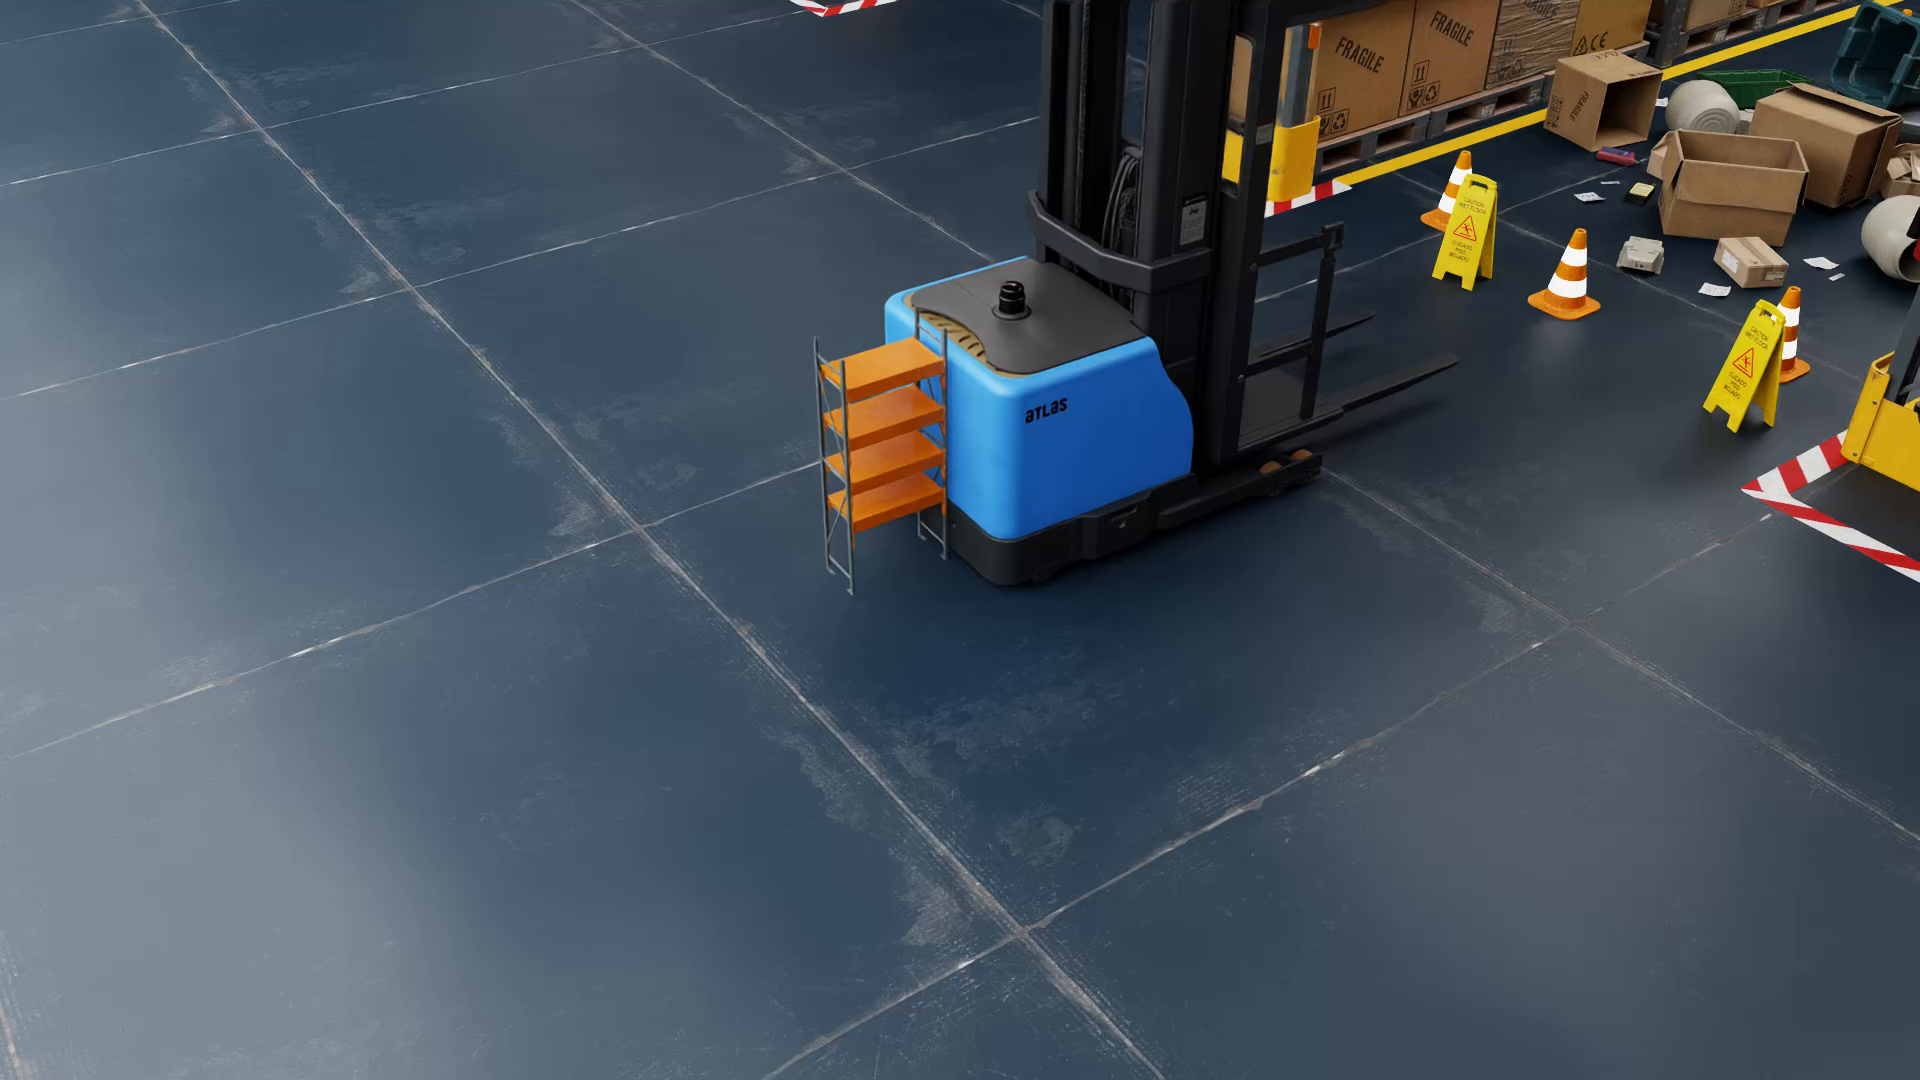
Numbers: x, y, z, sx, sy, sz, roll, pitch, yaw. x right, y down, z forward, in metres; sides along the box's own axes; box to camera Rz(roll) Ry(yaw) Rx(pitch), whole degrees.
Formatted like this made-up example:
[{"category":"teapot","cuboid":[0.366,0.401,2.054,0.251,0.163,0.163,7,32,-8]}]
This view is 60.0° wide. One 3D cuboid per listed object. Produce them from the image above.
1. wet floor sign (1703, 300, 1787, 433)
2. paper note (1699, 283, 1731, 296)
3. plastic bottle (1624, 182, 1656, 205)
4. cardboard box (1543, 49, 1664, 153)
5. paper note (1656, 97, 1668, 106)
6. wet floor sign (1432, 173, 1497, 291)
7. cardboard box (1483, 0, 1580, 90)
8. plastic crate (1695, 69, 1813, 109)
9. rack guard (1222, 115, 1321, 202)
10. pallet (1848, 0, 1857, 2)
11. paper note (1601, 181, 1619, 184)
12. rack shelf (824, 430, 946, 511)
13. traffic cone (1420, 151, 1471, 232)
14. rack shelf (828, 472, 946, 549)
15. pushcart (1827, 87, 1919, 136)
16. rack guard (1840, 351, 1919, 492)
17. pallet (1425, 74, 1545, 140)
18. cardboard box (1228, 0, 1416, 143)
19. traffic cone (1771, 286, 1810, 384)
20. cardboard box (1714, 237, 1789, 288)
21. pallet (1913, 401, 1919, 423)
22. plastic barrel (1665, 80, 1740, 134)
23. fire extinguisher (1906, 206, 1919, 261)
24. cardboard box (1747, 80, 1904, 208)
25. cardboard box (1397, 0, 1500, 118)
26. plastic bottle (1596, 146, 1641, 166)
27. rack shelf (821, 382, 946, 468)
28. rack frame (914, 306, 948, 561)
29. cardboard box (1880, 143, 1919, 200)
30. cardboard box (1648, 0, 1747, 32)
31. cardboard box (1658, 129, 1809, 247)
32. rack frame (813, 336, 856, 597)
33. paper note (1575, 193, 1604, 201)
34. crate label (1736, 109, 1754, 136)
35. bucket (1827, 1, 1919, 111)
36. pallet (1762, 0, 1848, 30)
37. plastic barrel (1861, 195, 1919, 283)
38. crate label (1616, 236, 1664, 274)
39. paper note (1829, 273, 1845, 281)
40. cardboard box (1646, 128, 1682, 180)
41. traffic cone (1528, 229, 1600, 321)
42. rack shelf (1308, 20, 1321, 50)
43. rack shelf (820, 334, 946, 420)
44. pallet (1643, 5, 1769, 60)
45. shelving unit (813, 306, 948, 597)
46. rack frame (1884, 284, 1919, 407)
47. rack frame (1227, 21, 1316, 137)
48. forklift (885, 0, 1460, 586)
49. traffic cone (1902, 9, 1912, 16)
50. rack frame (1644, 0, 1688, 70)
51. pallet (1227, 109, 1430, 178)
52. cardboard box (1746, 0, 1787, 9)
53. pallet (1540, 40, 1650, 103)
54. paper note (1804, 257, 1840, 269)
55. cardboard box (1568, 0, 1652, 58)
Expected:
[{"category":"wet floor sign","cuboid":[4.042,-0.902,8.451,0.232,0.644,0.267,-9,37,-12]},{"category":"paper note","cuboid":[4.439,-1.473,9.772,0.148,0.019,0.142,22,41,28]},{"category":"plastic bottle","cuboid":[4.451,-2.275,10.860,0.133,0.061,0.283,22,41,28]},{"category":"cardboard box","cuboid":[4.471,-3.059,11.573,0.500,0.500,0.500,-15,38,-20]},{"category":"paper note","cuboid":[5.121,-3.221,12.202,0.147,0.020,0.142,9,37,12]},{"category":"wet floor sign","cuboid":[2.996,-1.829,9.740,0.267,0.644,0.232,30,45,35]},{"category":"cardboard box","cuboid":[3.860,-3.909,12.077,0.875,0.875,0.875,-22,41,-28]},{"category":"plastic crate","cuboid":[5.761,-3.283,12.104,0.662,0.188,0.450,-3,26,-4]},{"category":"rack guard","cuboid":[1.860,-2.716,11.099,0.348,0.500,1.175,-22,41,-28]},{"category":"pallet","cuboid":[7.730,-5.069,14.617,1.213,0.211,1.003,-22,41,-28]},{"category":"paper note","cuboid":[4.317,-2.372,11.039,0.123,0.001,0.032,-3,36,-4]},{"category":"rack shelf","cuboid":[-0.330,-0.319,7.281,0.480,0.148,0.258,-21,41,-26]},{"category":"traffic cone","cuboid":[3.131,-2.210,10.427,0.334,0.463,0.336,-22,41,-28]},{"category":"rack shelf","cuboid":[-0.330,-0.157,7.397,0.480,0.148,0.258,-21,41,-26]},{"category":"pushcart","cuboid":[6.729,-2.763,11.268,1.648,0.377,0.936,22,41,28]},{"category":"rack guard","cuboid":[4.875,-0.421,7.908,0.348,0.500,1.175,-22,41,-28]},{"category":"pallet","cuboid":[3.484,-3.321,12.187,1.213,0.211,1.003,-22,41,-28]},{"category":"cardboard box","cuboid":[2.395,-3.307,11.239,0.875,0.875,0.875,-22,41,-28]},{"category":"traffic cone","cuboid":[4.422,-1.141,8.940,0.334,0.463,0.336,-22,41,-28]},{"category":"cardboard box","cuboid":[4.720,-1.658,9.928,0.250,0.149,0.380,-3,36,-4]},{"category":"pallet","cuboid":[5.560,-0.561,8.349,1.213,0.211,1.003,-22,41,-28]},{"category":"plastic barrel","cuboid":[5.105,-2.925,11.454,0.421,0.421,0.512,3,36,4]},{"category":"fire extinguisher","cuboid":[4.454,-1.561,7.417,0.183,0.674,0.296,-22,41,-28]},{"category":"cardboard box","cuboid":[5.550,-2.570,10.776,0.503,0.637,0.797,-22,41,-28]},{"category":"cardboard box","cuboid":[3.113,-3.604,11.652,0.875,0.875,0.875,-23,42,-29]},{"category":"plastic bottle","cuboid":[4.497,-2.607,11.322,0.283,0.061,0.133,22,41,28]},{"category":"rack shelf","cuboid":[-0.330,-0.500,7.150,0.480,0.148,0.258,-21,41,-26]},{"category":"rack frame","cuboid":[-0.125,-0.450,7.349,0.015,1.200,0.240,-21,41,-26]},{"category":"cardboard box","cuboid":[6.181,-2.397,10.855,0.258,0.266,0.396,9,37,12]},{"category":"cardboard box","cuboid":[5.604,-4.594,13.135,0.750,0.750,1.050,-23,41,-28]},{"category":"cardboard box","cuboid":[4.791,-2.196,10.373,0.797,0.503,0.637,9,37,12]},{"category":"rack frame","cuboid":[-0.535,-0.296,7.134,0.015,1.200,0.240,-21,41,-26]},{"category":"paper note","cuboid":[4.105,-2.236,10.835,0.142,0.017,0.144,-9,37,-12]},{"category":"crate label","cuboid":[5.525,-2.933,11.711,0.298,0.136,0.250,9,37,12]},{"category":"bucket","cuboid":[6.366,-3.227,11.169,0.620,0.611,0.726,-1,34,-18]},{"category":"pallet","cuboid":[6.734,-4.661,14.050,1.213,0.211,1.003,-22,41,-28]},{"category":"plastic barrel","cuboid":[5.630,-1.782,9.865,0.421,0.421,0.512,3,36,4]},{"category":"crate label","cuboid":[4.111,-1.718,10.022,0.250,0.136,0.298,15,38,20]},{"category":"paper note","cuboid":[5.235,-1.571,9.925,0.123,0.001,0.032,-22,41,-28]},{"category":"cardboard box","cuboid":[4.805,-2.518,11.023,0.258,0.266,0.396,-15,38,-20]},{"category":"traffic cone","cuboid":[3.504,-1.557,9.518,0.334,0.463,0.336,-22,41,-28]},{"category":"rack shelf","cuboid":[3.514,-4.120,11.525,4.000,0.370,1.077,-22,41,-28]},{"category":"rack shelf","cuboid":[-0.330,-0.692,7.012,0.480,0.148,0.258,-21,41,-26]},{"category":"pallet","cuboid":[5.736,-4.248,13.476,1.213,0.211,1.003,-22,41,-28]},{"category":"shelving unit","cuboid":[-0.330,-0.373,7.241,0.503,1.200,0.258,-21,41,-26]},{"category":"rack frame","cuboid":[4.813,-1.411,7.142,0.127,3.000,1.000,-22,41,-28]},{"category":"rack frame","cuboid":[1.879,-3.739,10.380,0.127,3.000,1.000,-22,41,-28]},{"category":"forklift","cuboid":[1.164,-1.641,7.522,3.031,2.935,1.130,-21,41,-26]},{"category":"traffic cone","cuboid":[7.115,-3.785,12.617,0.334,0.463,0.336,-22,41,-28]},{"category":"rack frame","cuboid":[5.149,-5.085,12.251,0.127,3.000,1.000,-22,41,-28]},{"category":"pallet","cuboid":[2.488,-2.913,11.620,1.213,0.211,1.003,-22,41,-28]},{"category":"cardboard box","cuboid":[6.395,-4.916,13.584,0.750,0.750,1.050,-22,41,-28]},{"category":"pallet","cuboid":[4.482,-3.734,12.761,1.213,0.211,1.003,-22,41,-28]},{"category":"paper note","cuboid":[5.220,-1.683,10.073,0.142,0.019,0.148,-9,37,-12]},{"category":"cardboard box","cuboid":[4.594,-4.214,12.501,0.875,0.875,0.875,-22,41,-27]}]
